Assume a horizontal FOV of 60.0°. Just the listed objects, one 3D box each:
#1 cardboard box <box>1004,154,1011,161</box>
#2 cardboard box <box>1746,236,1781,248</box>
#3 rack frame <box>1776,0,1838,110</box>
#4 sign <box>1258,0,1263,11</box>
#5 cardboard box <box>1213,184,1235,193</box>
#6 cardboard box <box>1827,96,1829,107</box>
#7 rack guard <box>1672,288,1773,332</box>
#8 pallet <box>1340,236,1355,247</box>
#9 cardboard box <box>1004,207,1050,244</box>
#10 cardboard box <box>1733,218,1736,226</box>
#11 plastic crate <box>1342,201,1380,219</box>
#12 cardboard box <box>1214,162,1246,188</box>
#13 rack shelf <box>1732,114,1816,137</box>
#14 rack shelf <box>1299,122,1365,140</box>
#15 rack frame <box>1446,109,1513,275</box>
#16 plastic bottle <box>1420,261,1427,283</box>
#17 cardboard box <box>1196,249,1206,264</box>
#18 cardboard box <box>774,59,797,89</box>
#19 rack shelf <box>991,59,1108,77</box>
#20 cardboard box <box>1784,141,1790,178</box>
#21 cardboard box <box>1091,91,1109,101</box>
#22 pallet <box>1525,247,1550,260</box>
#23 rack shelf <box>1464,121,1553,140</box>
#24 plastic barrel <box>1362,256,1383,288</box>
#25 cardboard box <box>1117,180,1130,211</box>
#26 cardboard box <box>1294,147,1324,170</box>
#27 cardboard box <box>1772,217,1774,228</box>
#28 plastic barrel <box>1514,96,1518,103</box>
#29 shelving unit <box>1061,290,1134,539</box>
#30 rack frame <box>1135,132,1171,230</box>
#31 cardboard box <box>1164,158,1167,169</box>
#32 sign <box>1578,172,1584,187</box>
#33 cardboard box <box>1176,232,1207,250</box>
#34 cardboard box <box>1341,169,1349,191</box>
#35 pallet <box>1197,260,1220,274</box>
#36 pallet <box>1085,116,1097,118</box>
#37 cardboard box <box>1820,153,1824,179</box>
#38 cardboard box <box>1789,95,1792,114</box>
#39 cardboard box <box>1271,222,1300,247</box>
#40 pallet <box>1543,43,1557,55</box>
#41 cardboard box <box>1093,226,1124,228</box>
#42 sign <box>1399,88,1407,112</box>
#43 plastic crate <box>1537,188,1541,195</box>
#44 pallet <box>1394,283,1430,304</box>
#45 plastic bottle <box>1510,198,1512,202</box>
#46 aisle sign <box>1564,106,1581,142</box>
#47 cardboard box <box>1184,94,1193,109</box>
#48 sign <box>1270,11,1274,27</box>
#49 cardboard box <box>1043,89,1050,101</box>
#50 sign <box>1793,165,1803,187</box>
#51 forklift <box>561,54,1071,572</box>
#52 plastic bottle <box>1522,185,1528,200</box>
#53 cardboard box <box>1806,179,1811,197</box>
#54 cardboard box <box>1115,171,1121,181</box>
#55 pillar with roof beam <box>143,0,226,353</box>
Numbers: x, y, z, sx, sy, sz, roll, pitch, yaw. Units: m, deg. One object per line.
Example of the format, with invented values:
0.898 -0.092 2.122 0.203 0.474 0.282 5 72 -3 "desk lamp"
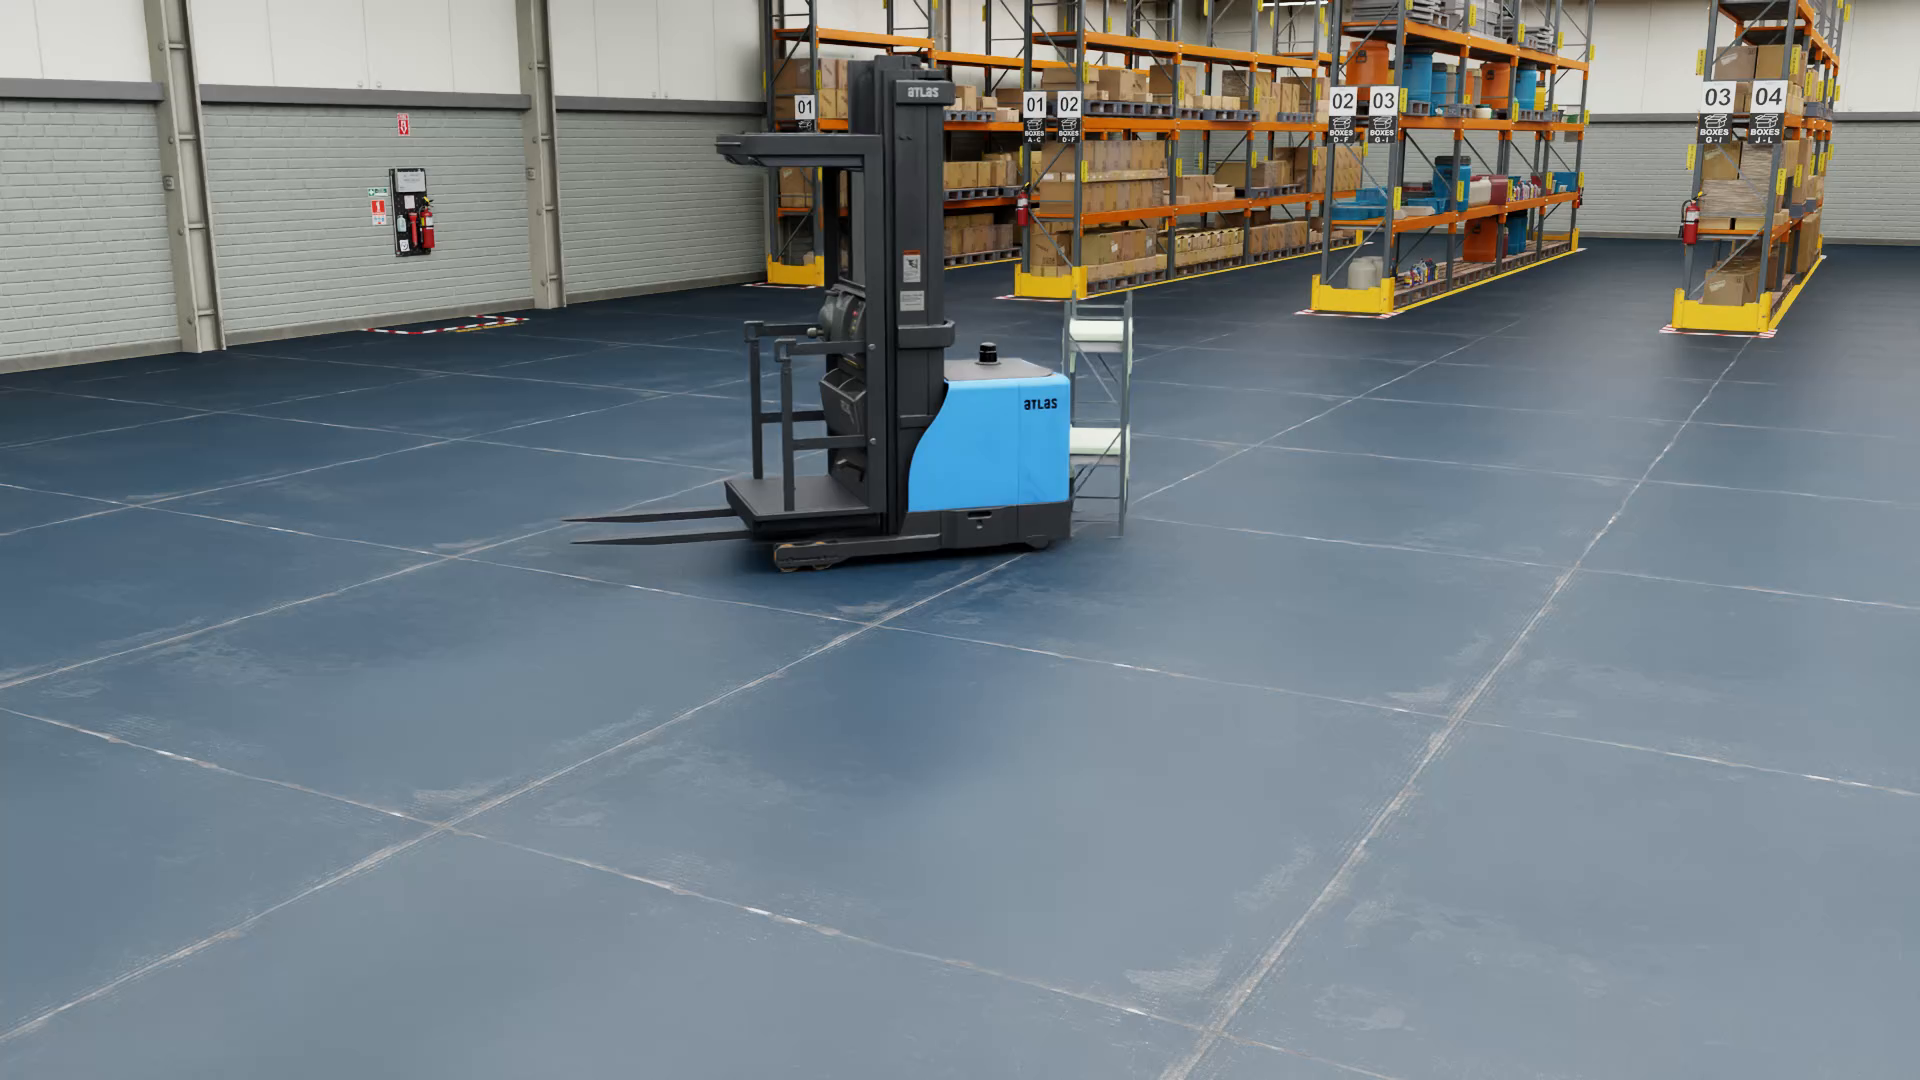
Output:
0.859 -8.103 35.209 0.380 0.149 0.250 5 15 21 "cardboard box"
13.462 -5.028 27.786 0.500 0.250 0.500 9 16 34 "cardboard box"
15.941 -9.653 31.374 1.000 3.000 0.127 7 15 28 "rack frame"
5.825 -10.425 32.243 0.100 0.325 0.005 7 15 28 "sign"
5.124 -6.926 33.053 0.500 0.311 0.500 9 16 32 "cardboard box"
17.671 -9.204 34.589 0.700 0.500 0.500 6 15 25 "cardboard box"
10.177 -3.075 22.222 1.175 0.500 0.348 7 15 28 "rack guard"
8.784 -7.145 39.723 1.003 0.211 1.213 7 15 28 "pallet"
1.470 -6.895 36.423 0.750 0.750 0.750 7 15 27 "cardboard box"
10.586 -4.439 23.082 0.380 0.149 0.250 7 15 28 "cardboard box"
6.103 -5.033 25.326 0.499 0.251 0.408 7 15 28 "plastic crate"
5.543 -7.434 33.859 0.700 0.500 0.500 2 14 9 "cardboard box"
13.041 -6.614 26.703 1.077 0.370 4.000 7 15 28 "rack shelf"
8.238 -9.379 38.170 1.077 0.370 4.000 7 15 28 "rack shelf"
9.672 -6.477 31.000 1.000 3.000 0.127 7 15 28 "rack frame"
7.430 -4.312 26.734 0.144 0.351 0.185 7 15 28 "plastic bottle"
4.312 -5.352 31.304 0.500 0.250 0.500 7 15 26 "cardboard box"
-2.888 -8.079 28.855 0.500 0.500 0.500 8 16 31 "cardboard box"
1.966 -10.382 36.786 1.077 0.370 4.000 7 15 28 "rack shelf"
10.893 -5.138 22.463 0.500 0.500 0.500 7 15 28 "cardboard box"
2.193 -7.228 27.054 0.380 0.149 0.250 7 15 28 "cardboard box"
11.927 -6.097 35.375 1.003 0.211 1.213 7 15 28 "pallet"
10.639 -7.996 32.435 1.077 0.370 4.000 7 15 28 "rack shelf"
6.298 -4.077 25.457 0.421 0.512 0.421 0 14 0 "plastic barrel"
2.453 -5.859 28.222 0.700 0.500 0.500 8 16 30 "cardboard box"
7.745 -8.459 36.875 0.500 0.500 0.500 8 16 29 "cardboard box"
10.758 -4.283 22.434 0.380 0.149 0.250 7 15 28 "cardboard box"
10.385 -8.255 31.411 0.294 0.245 0.294 0 14 0 "plastic barrel"
0.889 -0.831 10.781 0.431 1.500 0.755 2 14 7 "shelving unit"
4.867 -9.241 42.464 1.000 3.000 0.127 7 15 28 "rack frame"
4.629 -9.281 41.990 0.980 0.700 0.700 8 16 31 "cardboard box"
14.029 -8.139 37.545 0.100 0.325 0.005 7 15 28 "sign"
4.317 -5.624 31.234 0.500 0.311 0.500 7 15 26 "cardboard box"
8.733 -8.398 38.754 0.500 0.500 0.500 8 15 28 "cardboard box"
4.315 -5.270 31.942 1.003 0.211 1.213 7 15 28 "pallet"
2.533 -9.592 37.928 0.805 0.209 1.217 7 15 26 "pallet"
16.889 -7.450 33.119 0.500 0.500 0.500 7 15 26 "cardboard box"
10.843 -5.836 22.261 0.500 0.250 0.500 7 15 27 "cardboard box"
7.037 -6.624 36.005 0.500 0.500 0.500 7 15 28 "cardboard box"
11.232 -9.755 33.052 1.003 0.211 1.213 7 15 28 "pallet"
2.671 -5.287 29.436 0.500 0.500 0.500 7 15 28 "cardboard box"
6.284 -6.235 23.578 0.100 0.325 0.005 7 15 28 "sign"
11.956 -7.278 34.757 0.396 0.136 0.243 7 15 28 "plastic crate"
6.788 -3.917 26.329 1.003 0.211 1.213 7 15 28 "pallet"
10.492 -6.590 31.717 0.061 0.283 0.133 7 15 28 "plastic bottle"
13.831 -9.364 37.427 0.394 0.787 0.004 7 15 28 "aisle sign"
3.973 -8.046 30.533 0.500 0.250 0.500 6 15 23 "cardboard box"
6.805 -11.334 36.184 0.100 0.325 0.005 7 15 28 "sign"
1.673 -9.653 36.621 0.700 0.500 0.500 8 16 31 "cardboard box"
12.553 -5.456 24.919 0.100 0.325 0.005 7 15 28 "sign"
-0.889 -1.374 9.981 3.031 2.935 1.130 -4 14 -17 "forklift"
11.213 -6.914 33.077 0.152 0.276 0.135 7 15 28 "plastic bottle"
14.481 -6.034 28.947 0.500 0.500 0.500 8 16 30 "cardboard box"
2.469 -6.082 27.765 0.380 0.149 0.250 7 15 27 "cardboard box"
-5.319 -6.167 16.912 9.100 9.000 0.400 7 15 28 "pillar with roof beam"
